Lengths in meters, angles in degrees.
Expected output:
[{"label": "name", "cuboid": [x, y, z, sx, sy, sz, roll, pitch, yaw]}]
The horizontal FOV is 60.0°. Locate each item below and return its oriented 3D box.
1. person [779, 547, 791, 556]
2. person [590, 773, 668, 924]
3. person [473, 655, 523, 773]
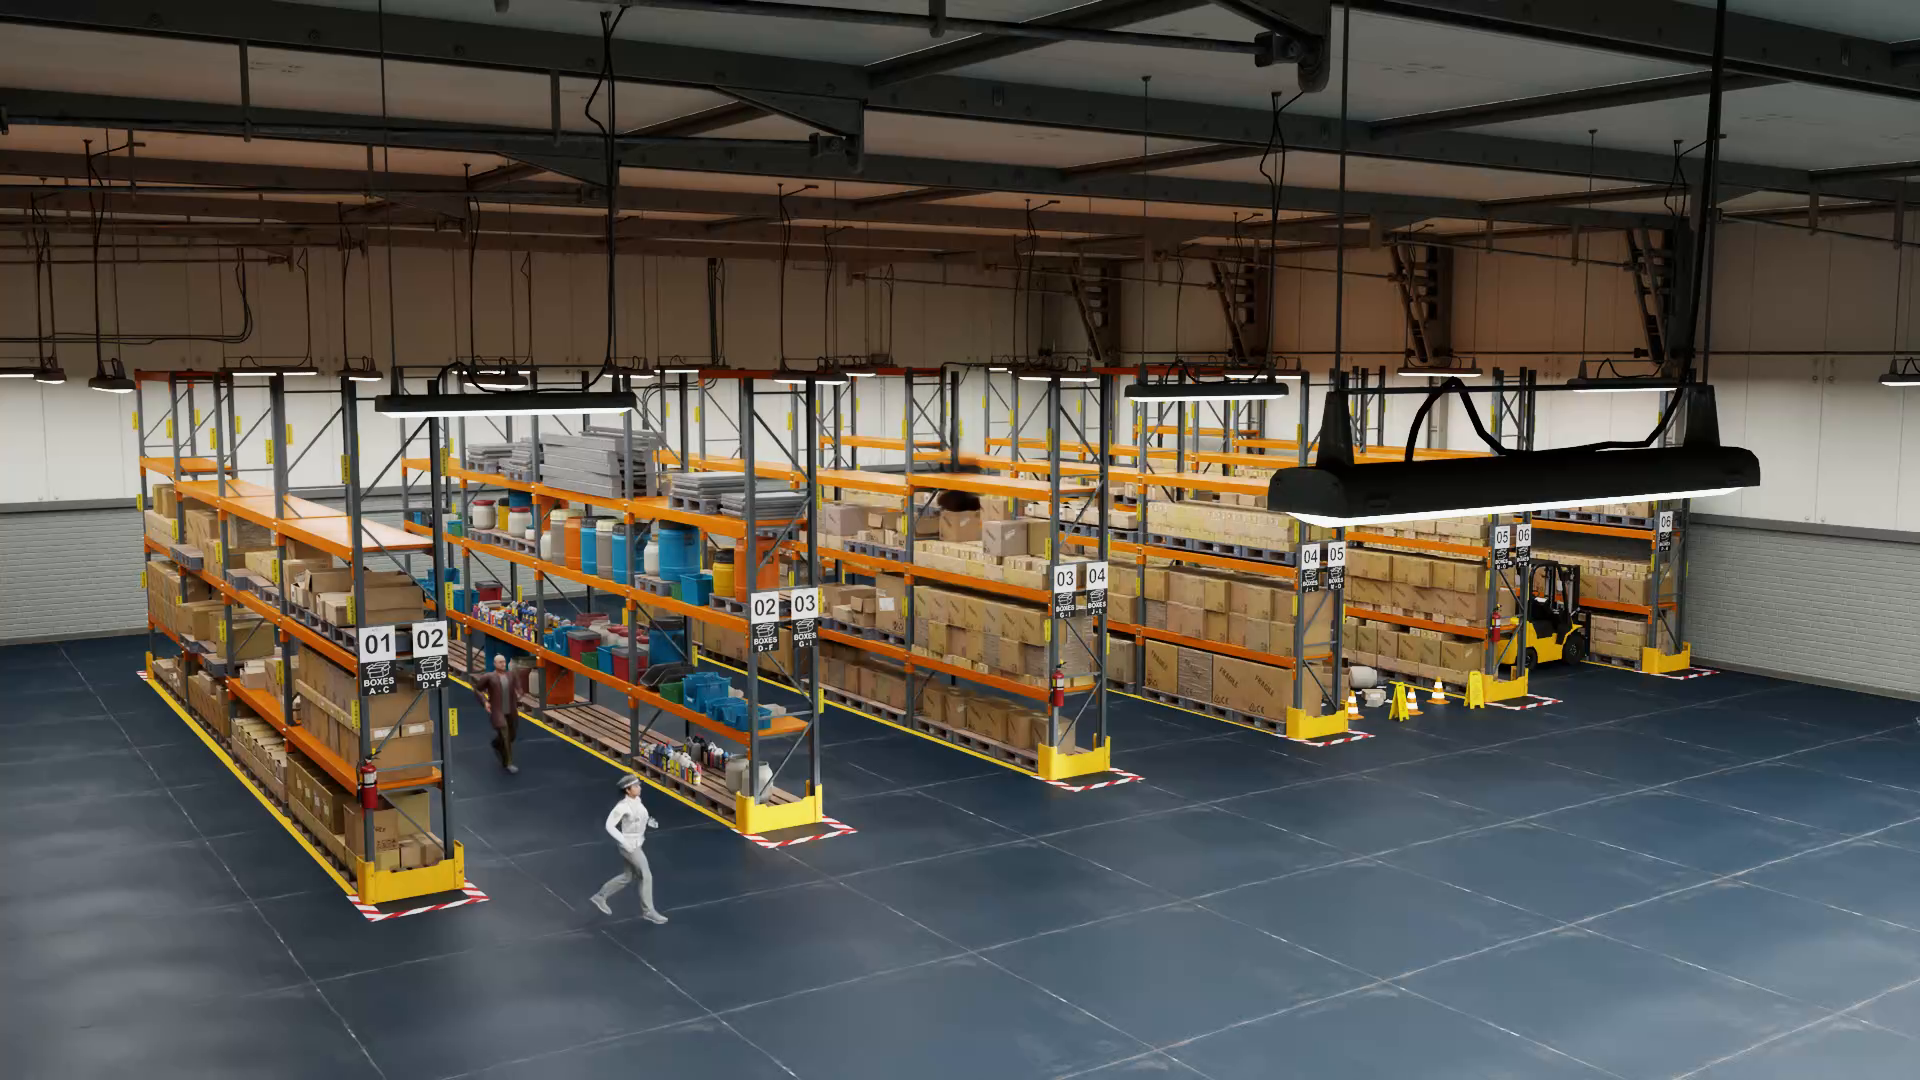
[{"label": "person", "cuboid": [-4.356, 0.917, 40.438, 0.719, 1.729, 0.564, 1, 7, 11]}, {"label": "person", "cuboid": [-3.687, 3.412, 18.483, 0.864, 1.712, 0.602, 0, 6, 0]}, {"label": "person", "cuboid": [-6.954, 2.708, 25.230, 0.719, 1.558, 0.980, -6, 9, -42]}]
